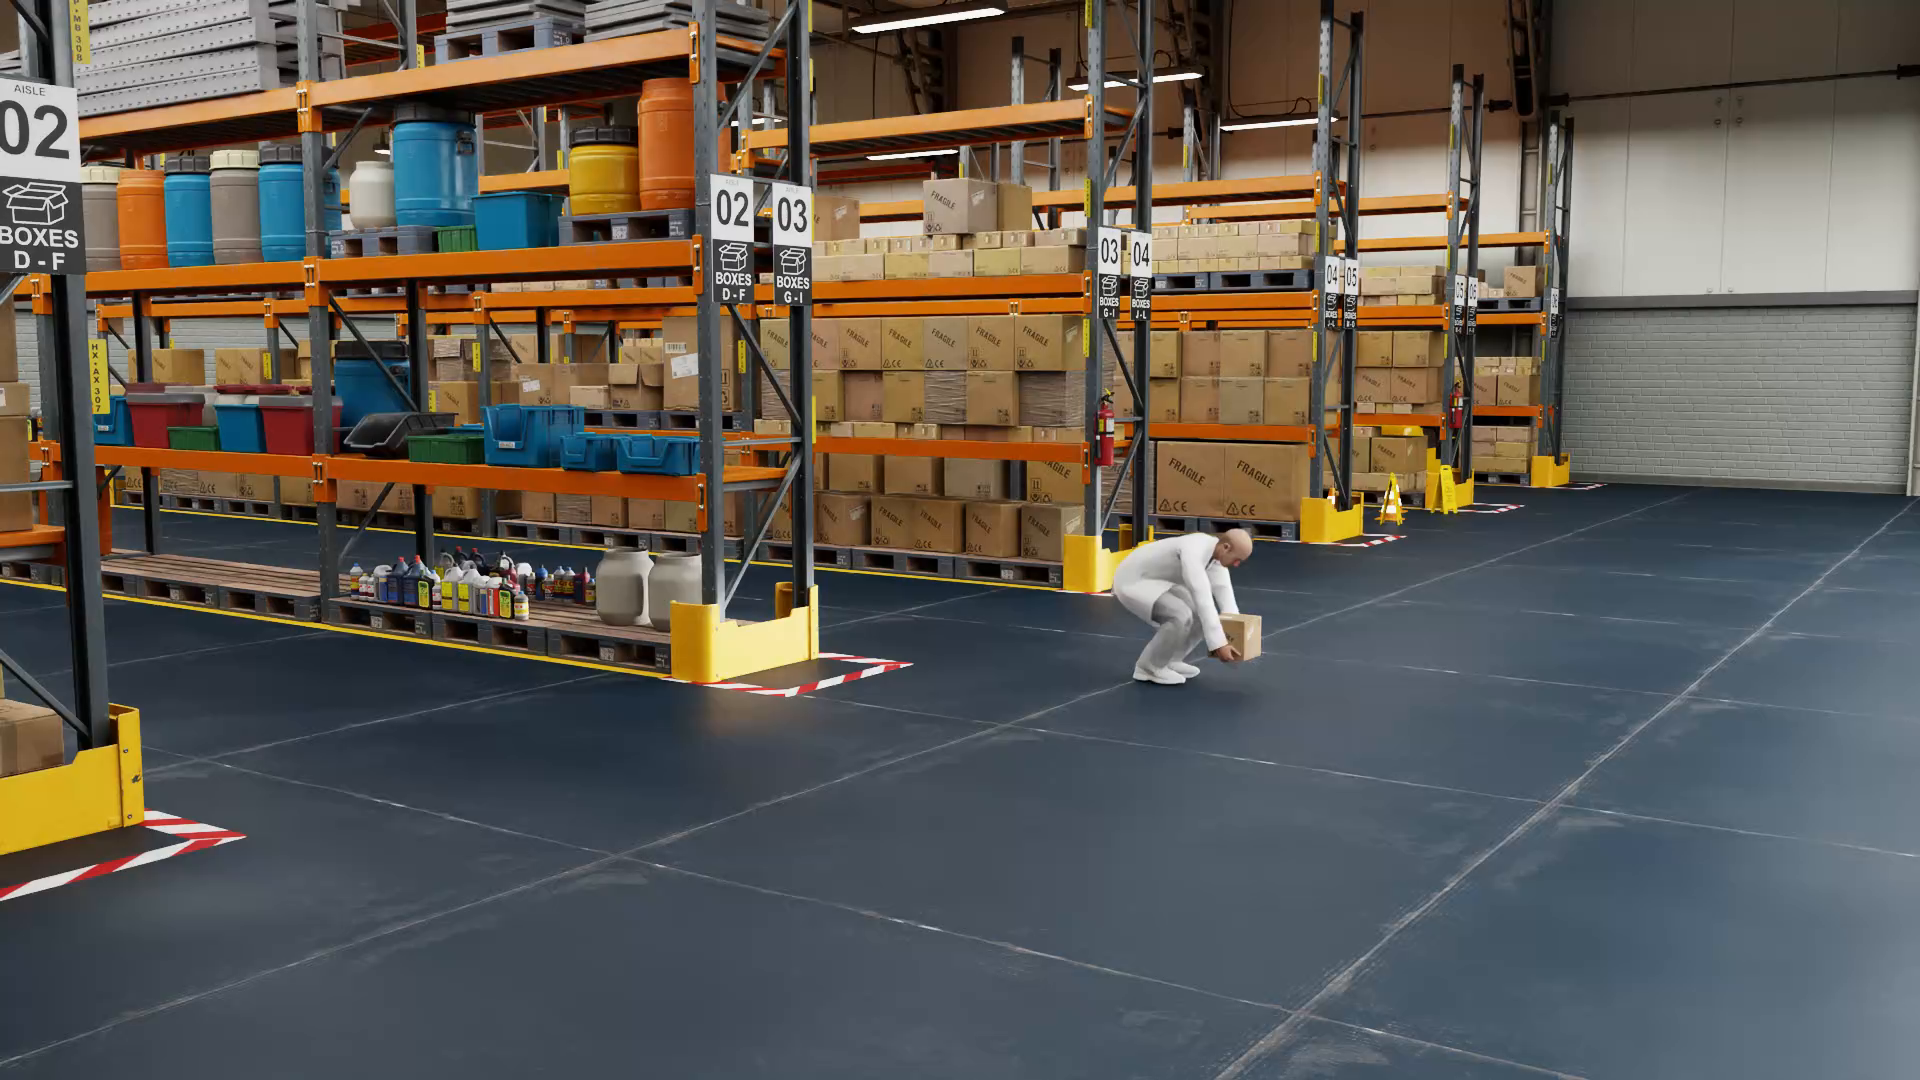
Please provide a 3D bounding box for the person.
[{"bbox_3d":[1.424,0.414,10.589,0.939,0.992,0.585,4,7,32],"label":"person"}]
